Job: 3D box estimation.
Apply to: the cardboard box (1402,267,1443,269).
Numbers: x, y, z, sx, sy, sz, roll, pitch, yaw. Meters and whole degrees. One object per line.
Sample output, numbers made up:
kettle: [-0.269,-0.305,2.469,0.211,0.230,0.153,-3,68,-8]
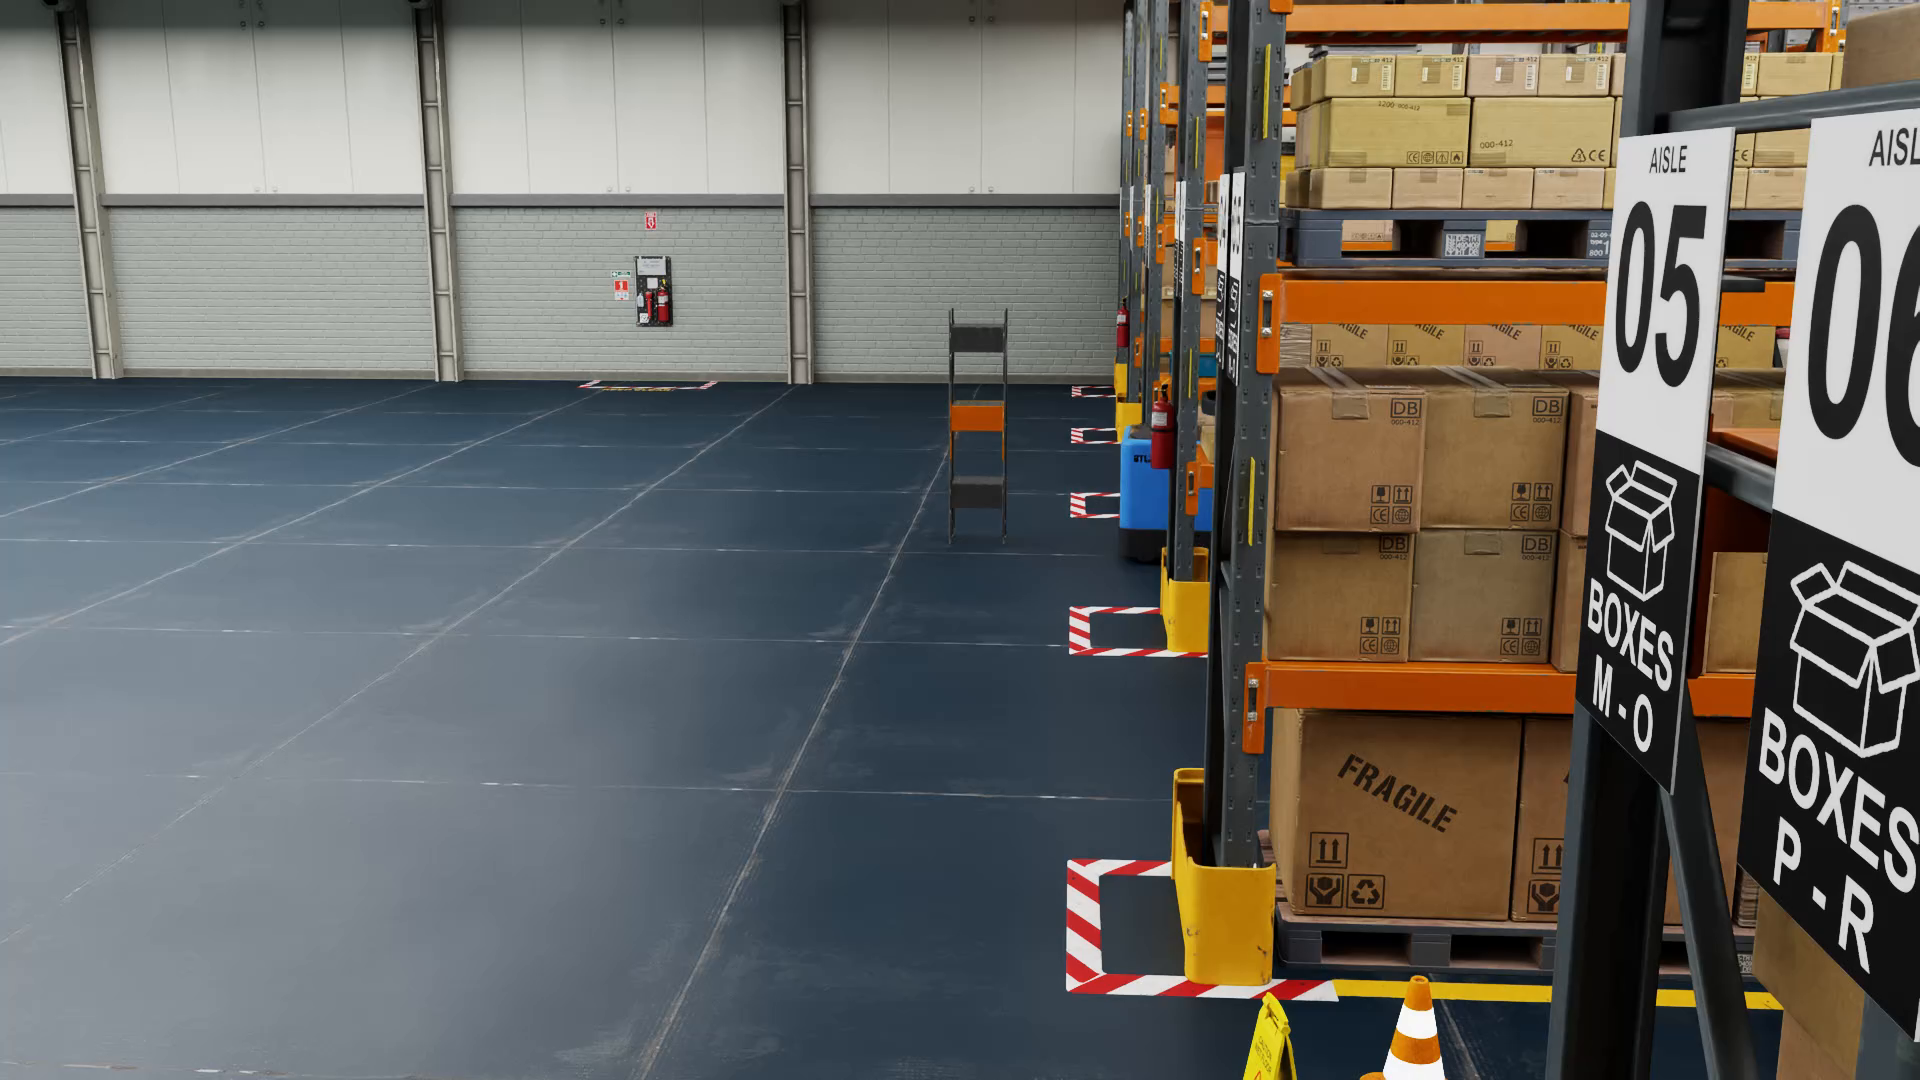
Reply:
cardboard box: [5.795,-3.466,21.079,0.500,0.500,0.700,1,12,4]

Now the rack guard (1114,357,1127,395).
rack guard: [2.650,-2.619,26.550,0.348,0.500,1.175,1,12,4]

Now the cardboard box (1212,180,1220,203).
cardboard box: [1.841,-2.347,11.210,0.250,0.149,0.380,1,12,3]

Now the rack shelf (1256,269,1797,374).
rack shelf: [3.145,-0.885,6.585,4.000,0.370,1.077,1,12,4]

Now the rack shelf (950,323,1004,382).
rack shelf: [0.165,-1.697,14.884,0.480,0.518,0.431,1,12,4]

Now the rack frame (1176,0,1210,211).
rack frame: [1.582,-3.744,11.172,0.127,3.000,1.000,1,12,4]

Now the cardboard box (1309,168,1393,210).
cardboard box: [1.470,-1.326,6.279,0.250,0.149,0.380,1,12,4]

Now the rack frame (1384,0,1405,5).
rack frame: [6.566,-6.725,25.423,0.127,3.000,1.000,1,12,4]

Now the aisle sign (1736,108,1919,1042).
aisle sign: [0.837,0.007,1.543,0.004,0.787,0.394,1,12,4]

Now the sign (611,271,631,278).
sign: [-5.660,-4.438,27.760,0.331,0.109,0.001,1,12,4]

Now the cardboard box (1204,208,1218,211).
cardboard box: [3.943,-5.294,25.614,0.500,0.500,0.500,1,12,6]

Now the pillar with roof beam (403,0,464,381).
pillar with roof beam: [-8.930,-6.232,23.064,0.548,9.000,9.100,1,12,4]

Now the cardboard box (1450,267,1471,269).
cardboard box: [7.628,-4.030,25.872,0.500,0.500,0.700,2,12,10]

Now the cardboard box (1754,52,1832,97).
cardboard box: [2.985,-1.695,6.099,0.250,0.149,0.380,1,12,5]

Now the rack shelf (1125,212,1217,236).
rack shelf: [4.570,-4.932,25.935,4.000,0.370,1.077,1,12,4]

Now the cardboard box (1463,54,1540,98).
cardboard box: [1.966,-1.709,6.166,0.250,0.149,0.380,1,12,3]

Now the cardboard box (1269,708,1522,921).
cardboard box: [1.830,1.034,7.144,0.875,0.875,0.875,1,12,4]

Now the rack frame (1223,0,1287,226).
rack frame: [1.149,-2.733,6.335,0.127,3.000,1.000,1,12,4]

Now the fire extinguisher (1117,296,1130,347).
fire extinguisher: [2.160,-2.890,21.930,0.183,0.674,0.296,1,12,4]

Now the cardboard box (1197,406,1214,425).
cardboard box: [3.267,-1.633,21.418,0.500,0.250,0.500,1,12,4]

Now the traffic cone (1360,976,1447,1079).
traffic cone: [1.584,1.743,5.787,0.334,0.463,0.336,1,12,4]

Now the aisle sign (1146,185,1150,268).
aisle sign: [1.821,-3.033,16.076,0.004,0.787,0.394,1,12,4]

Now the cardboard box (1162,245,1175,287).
cardboard box: [2.765,-3.506,21.272,0.500,0.500,0.700,1,12,4]

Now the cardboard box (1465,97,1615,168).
cardboard box: [2.120,-1.525,6.259,0.500,0.250,0.500,1,12,3]

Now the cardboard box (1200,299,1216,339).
cardboard box: [3.236,-2.865,21.378,0.500,0.500,0.700,1,12,5]

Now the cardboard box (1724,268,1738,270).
cardboard box: [11.529,-4.240,25.341,0.500,0.250,0.500,1,12,3]

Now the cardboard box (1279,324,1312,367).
cardboard box: [2.112,-1.429,11.341,0.500,0.500,0.500,1,12,4]

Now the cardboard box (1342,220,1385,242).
cardboard box: [2.560,-2.138,11.183,0.500,0.250,0.500,1,12,2]

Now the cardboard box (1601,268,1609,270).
cardboard box: [10.087,-4.003,25.742,0.500,0.500,0.700,-1,12,-3]

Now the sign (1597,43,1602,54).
sign: [5.856,-4.487,15.233,0.005,0.325,0.100,1,12,4]

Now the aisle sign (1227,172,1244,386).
aisle sign: [1.058,-1.008,6.395,0.004,0.787,0.394,1,12,4]

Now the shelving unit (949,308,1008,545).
shelving unit: [0.165,-1.025,15.024,0.503,2.100,0.431,1,12,4]

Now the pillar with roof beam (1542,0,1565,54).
pillar with roof beam: [9.030,-5.986,21.887,0.548,9.000,9.100,1,12,4]

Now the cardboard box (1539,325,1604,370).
cardboard box: [4.107,-1.401,11.208,0.500,0.500,0.500,1,12,4]

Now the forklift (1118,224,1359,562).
forklift: [2.915,-1.292,14.268,3.031,2.935,1.130,2,12,7]

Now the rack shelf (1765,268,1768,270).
rack shelf: [7.568,-1.842,11.161,4.000,0.370,1.077,1,12,4]

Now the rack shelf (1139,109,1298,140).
rack shelf: [4.243,-5.193,20.831,4.000,0.370,1.077,1,12,4]

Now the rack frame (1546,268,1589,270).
rack frame: [5.904,-1.765,16.362,0.127,3.000,1.000,1,12,4]

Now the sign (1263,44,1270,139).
sign: [1.106,-1.618,6.003,0.005,0.325,0.100,1,12,4]

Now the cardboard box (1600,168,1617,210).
cardboard box: [2.478,-1.312,6.213,0.250,0.149,0.380,1,12,4]

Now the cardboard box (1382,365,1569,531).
cardboard box: [2.072,-0.396,6.815,0.550,0.550,0.875,1,12,4]

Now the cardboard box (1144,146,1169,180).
cardboard box: [2.943,-5.805,25.615,0.500,0.500,0.500,0,12,0]

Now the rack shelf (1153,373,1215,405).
rack shelf: [3.908,-1.440,16.567,4.000,0.370,1.077,1,12,4]

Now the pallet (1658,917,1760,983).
pallet: [3.166,1.581,7.176,1.213,0.211,1.003,1,12,4]

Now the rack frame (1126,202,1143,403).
rack frame: [2.247,-2.832,21.461,0.127,3.000,1.000,1,12,4]

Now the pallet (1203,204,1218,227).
pallet: [2.731,-3.164,16.186,1.213,0.211,1.003,1,12,4]

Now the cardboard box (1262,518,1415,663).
cardboard box: [1.523,0.126,6.954,0.550,0.550,0.875,1,12,4]
